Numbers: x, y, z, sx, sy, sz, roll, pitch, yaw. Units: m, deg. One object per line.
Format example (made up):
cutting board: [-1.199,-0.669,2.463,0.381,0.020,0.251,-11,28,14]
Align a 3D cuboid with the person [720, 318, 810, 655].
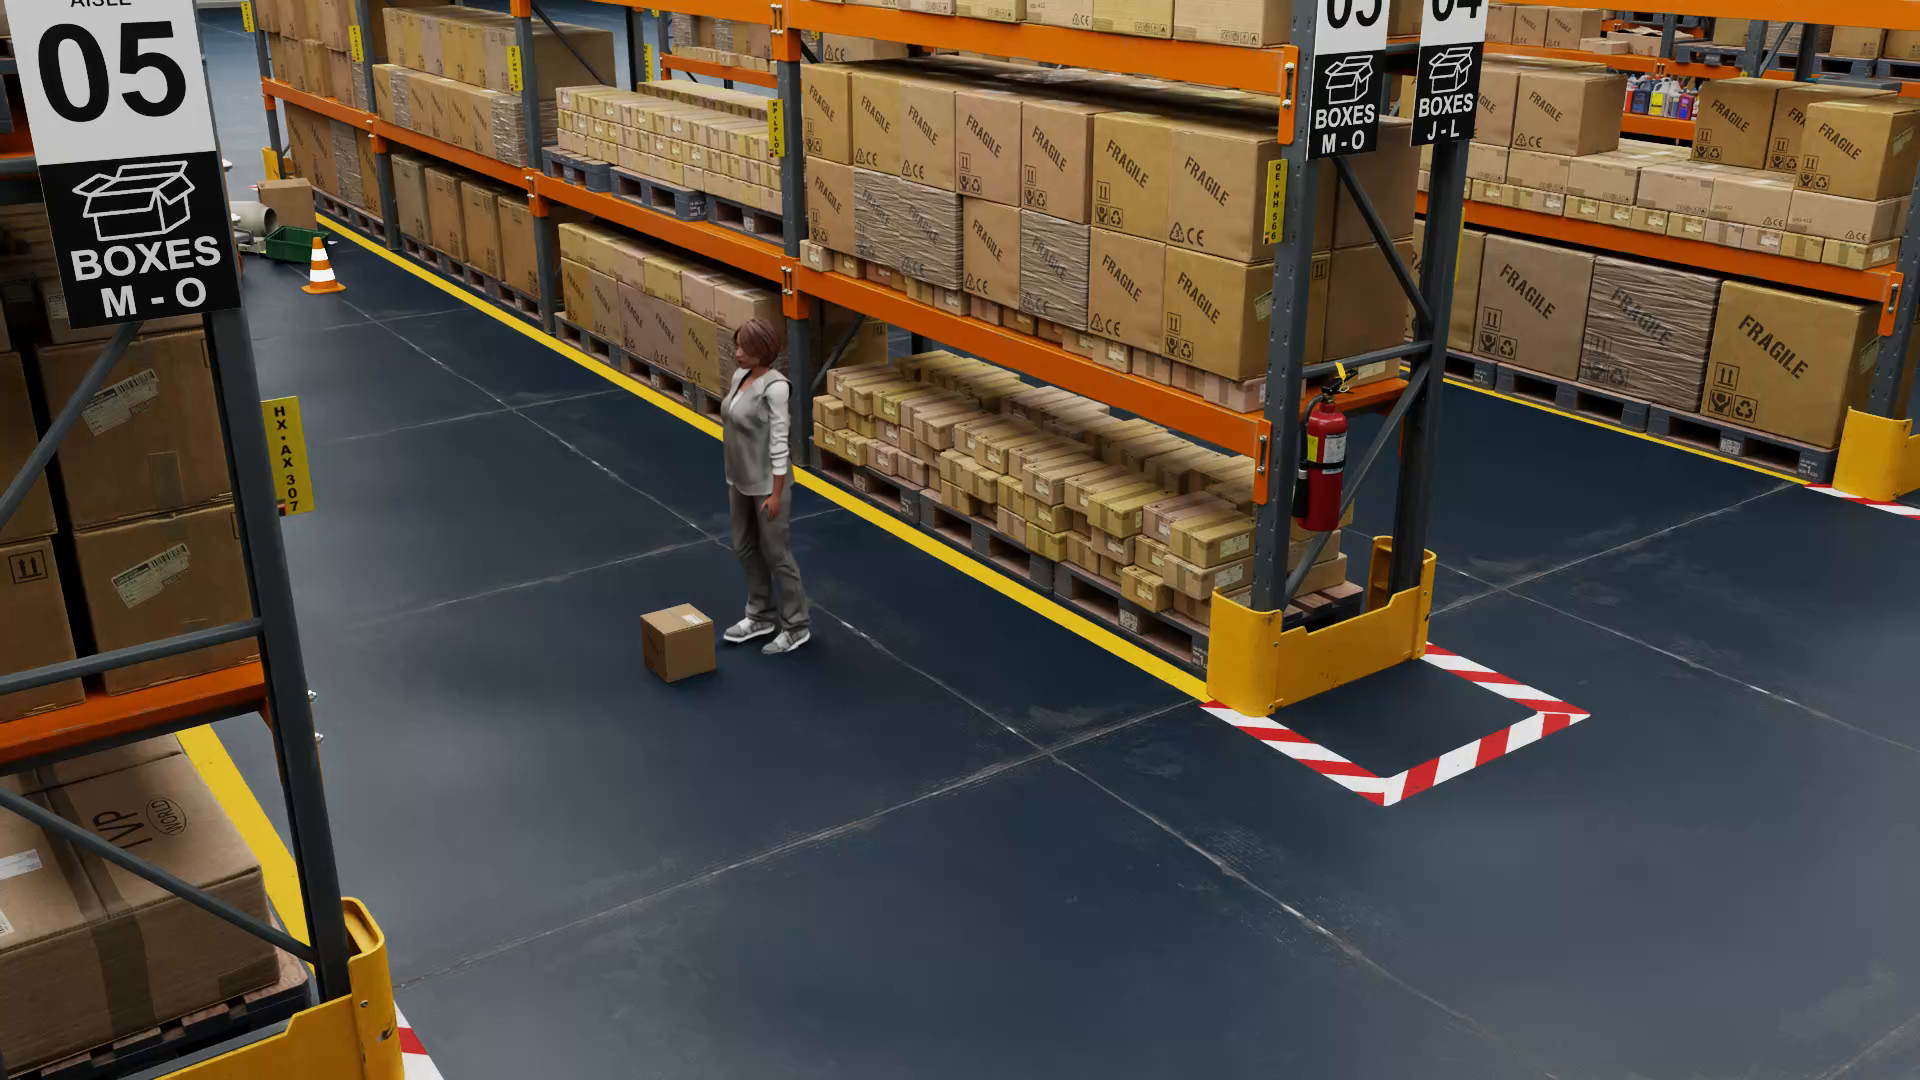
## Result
person: [-0.921,-0.229,7.729,0.369,1.609,0.409,-14,26,-32]
